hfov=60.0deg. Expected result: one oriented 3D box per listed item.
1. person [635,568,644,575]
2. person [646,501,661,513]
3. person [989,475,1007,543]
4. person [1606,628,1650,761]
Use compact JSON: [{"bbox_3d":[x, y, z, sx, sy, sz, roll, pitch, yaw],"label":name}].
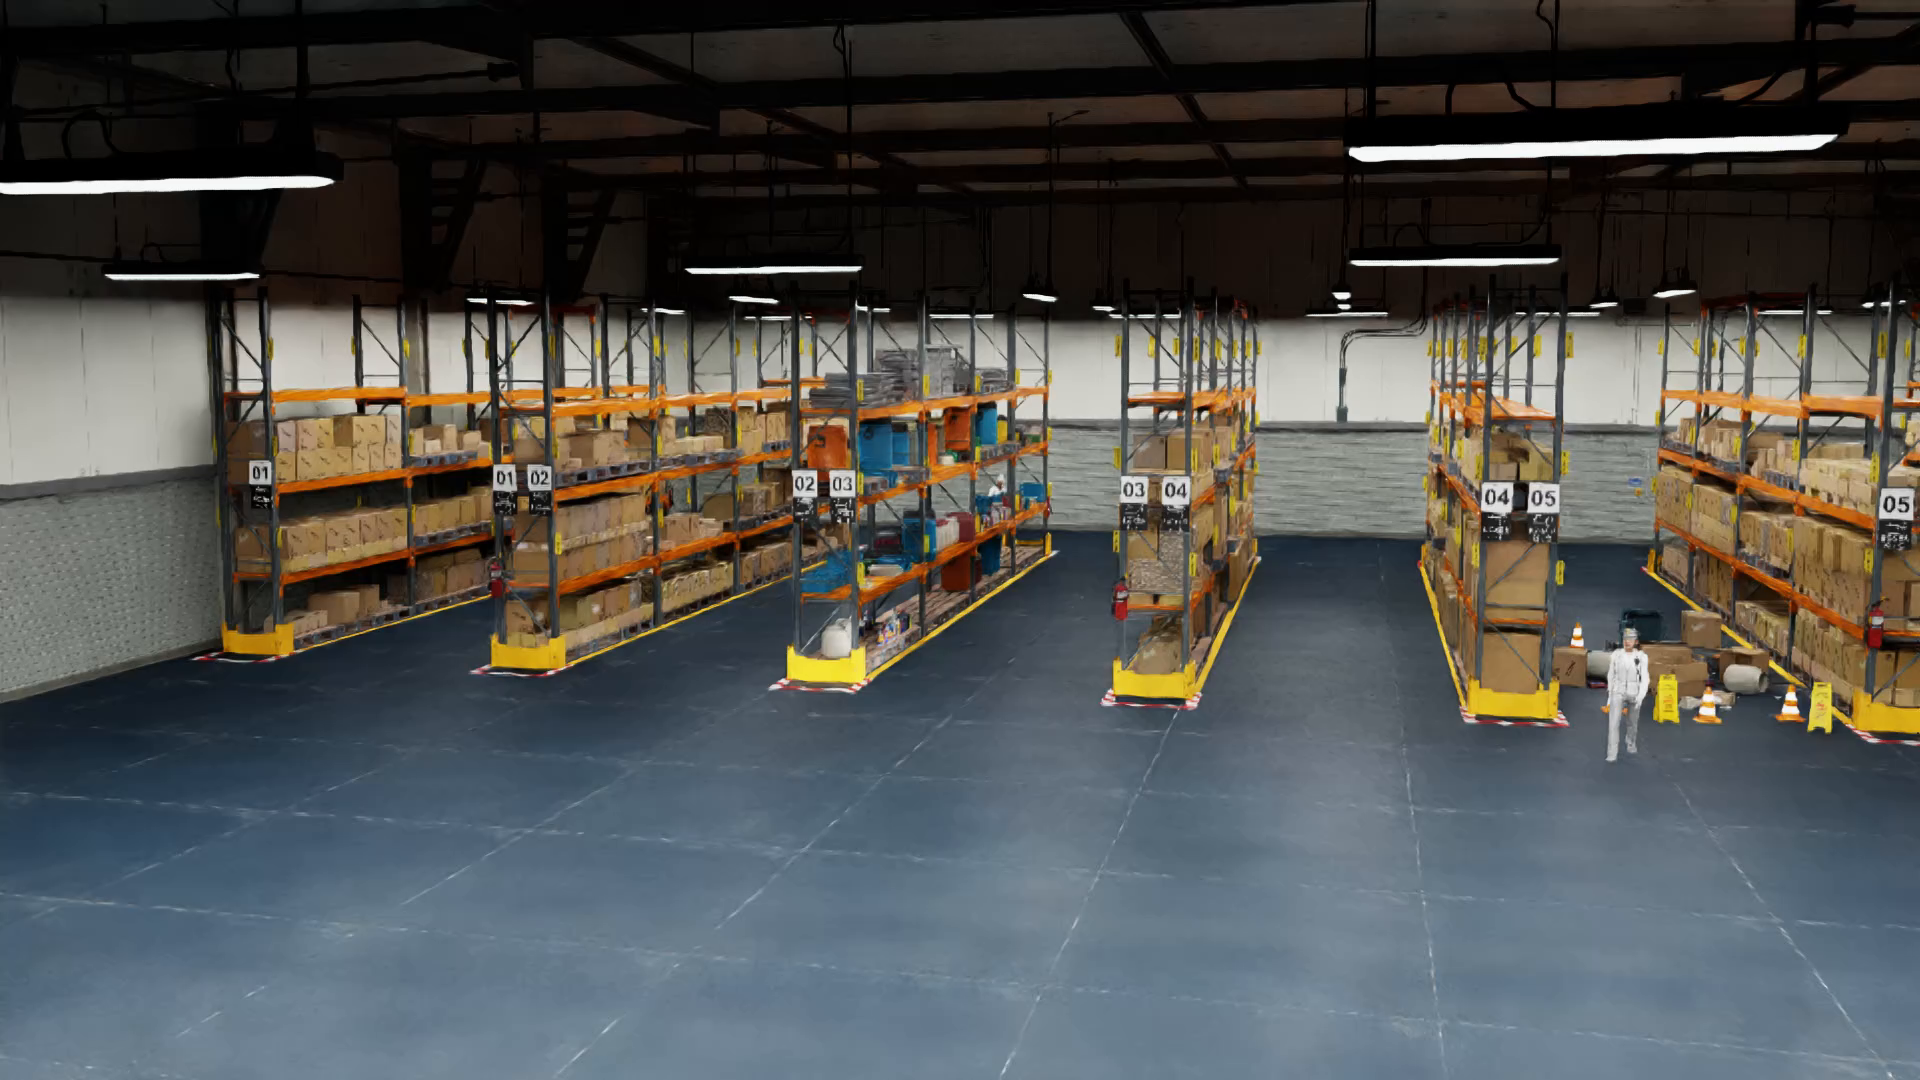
[{"bbox_3d":[-6.628,0.275,34.181,0.536,1.590,0.534,5,8,38],"label":"person"},{"bbox_3d":[-8.211,-0.917,44.460,0.502,1.653,0.515,6,9,44],"label":"person"},{"bbox_3d":[0.903,-0.813,43.021,0.742,1.759,0.529,-3,7,-27],"label":"person"},{"bbox_3d":[8.146,1.857,20.277,0.481,1.621,0.997,3,7,22],"label":"person"}]
